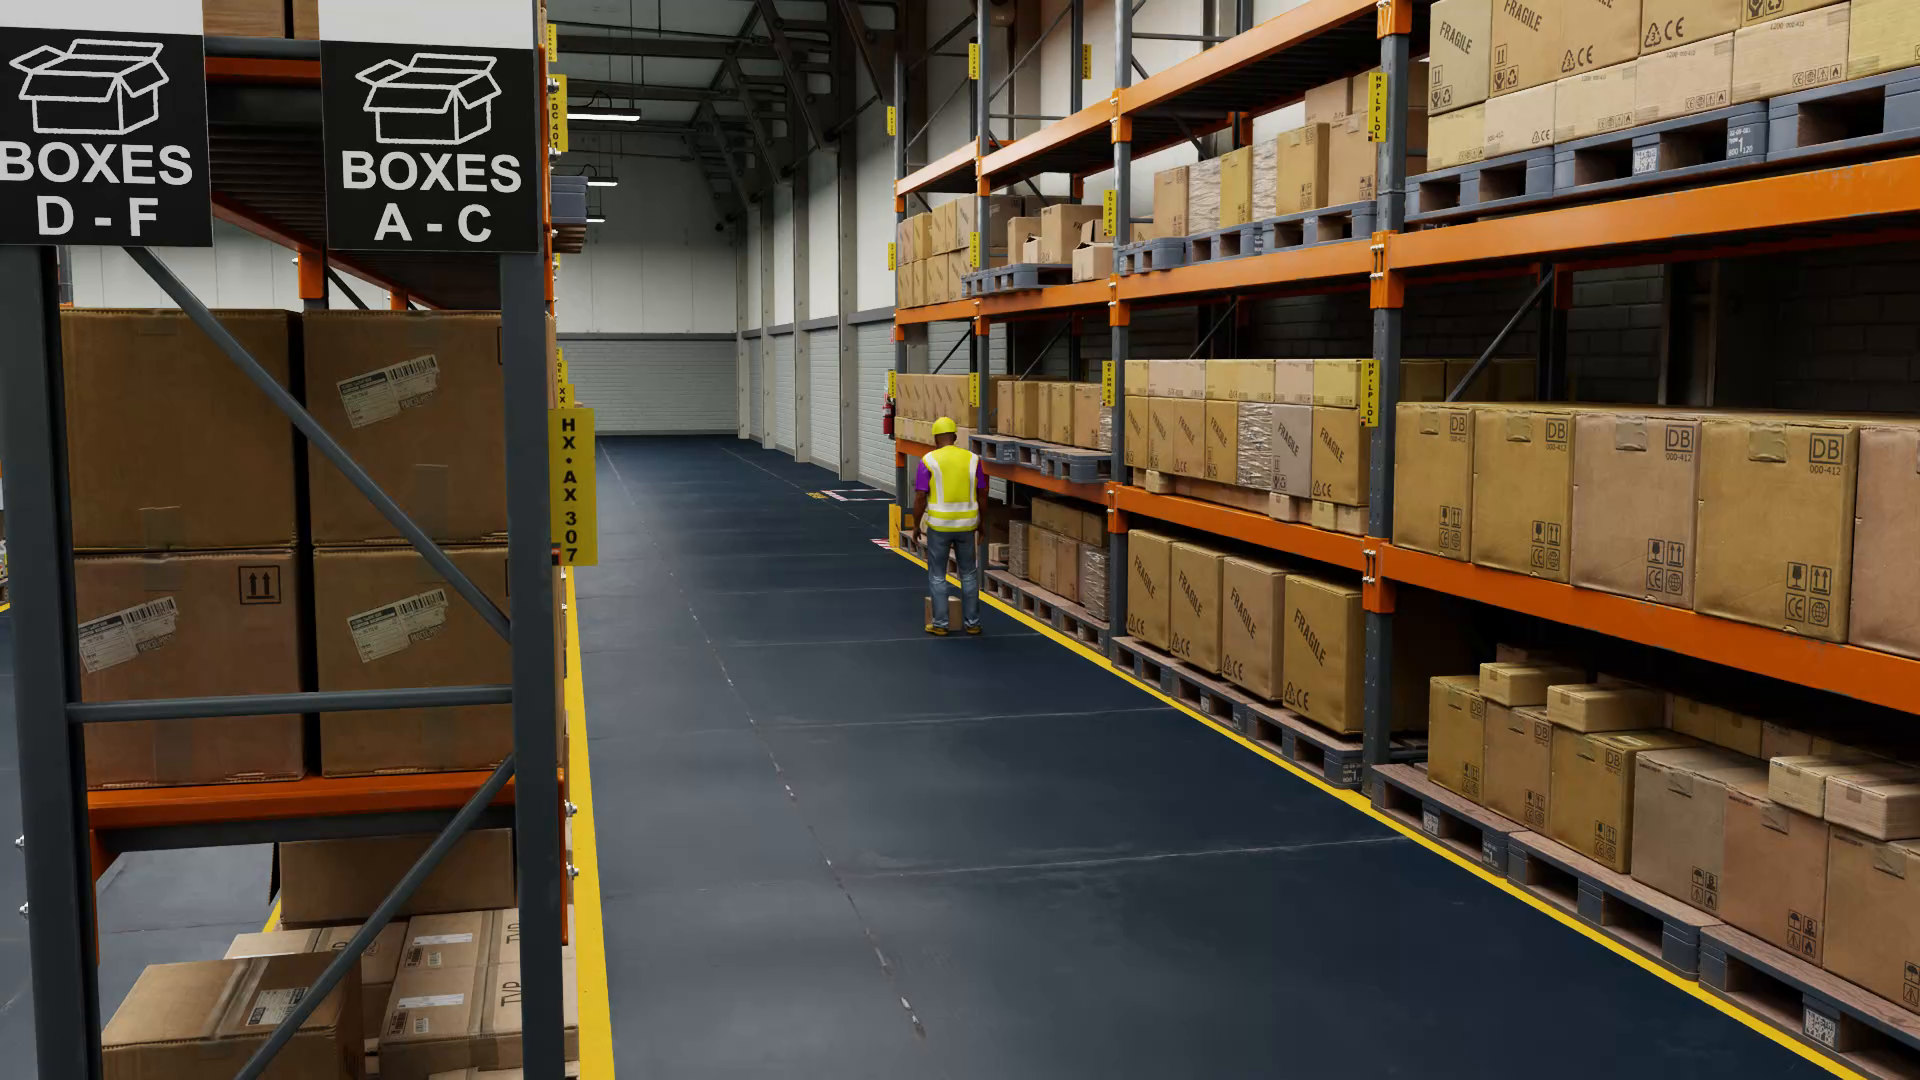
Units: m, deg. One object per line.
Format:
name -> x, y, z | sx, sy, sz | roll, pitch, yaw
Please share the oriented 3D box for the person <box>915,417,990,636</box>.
person -> -0.065, -0.116, 13.463 | 0.627, 1.760, 0.460 | -1, 6, -13
